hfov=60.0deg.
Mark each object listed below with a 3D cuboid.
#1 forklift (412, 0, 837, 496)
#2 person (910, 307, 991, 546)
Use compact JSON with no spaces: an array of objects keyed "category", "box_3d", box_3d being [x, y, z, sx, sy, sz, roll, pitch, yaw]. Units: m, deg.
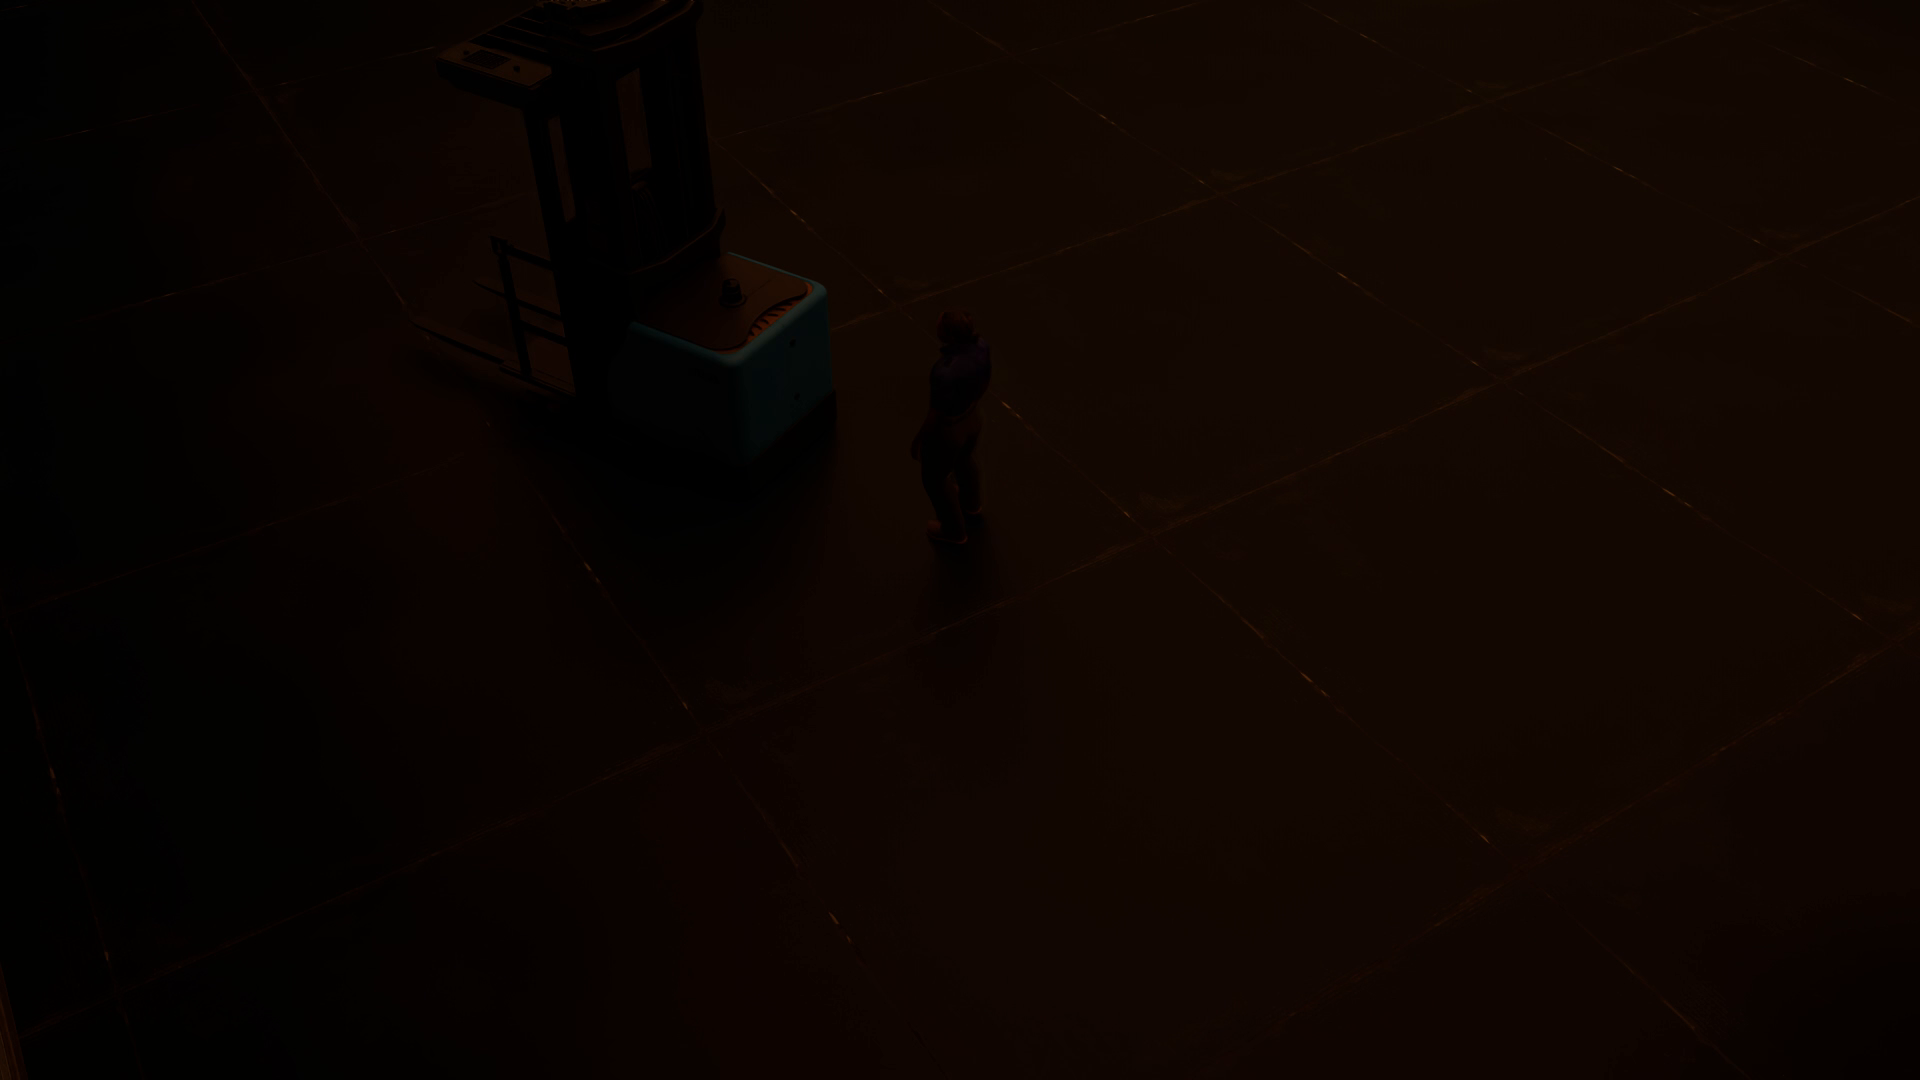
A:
[{"category":"forklift","box_3d":[-2.330,-2.111,10.287,3.031,2.935,1.130,22,46,23]},{"category":"person","box_3d":[-0.048,-0.690,9.590,0.415,1.649,0.644,24,47,25]}]
